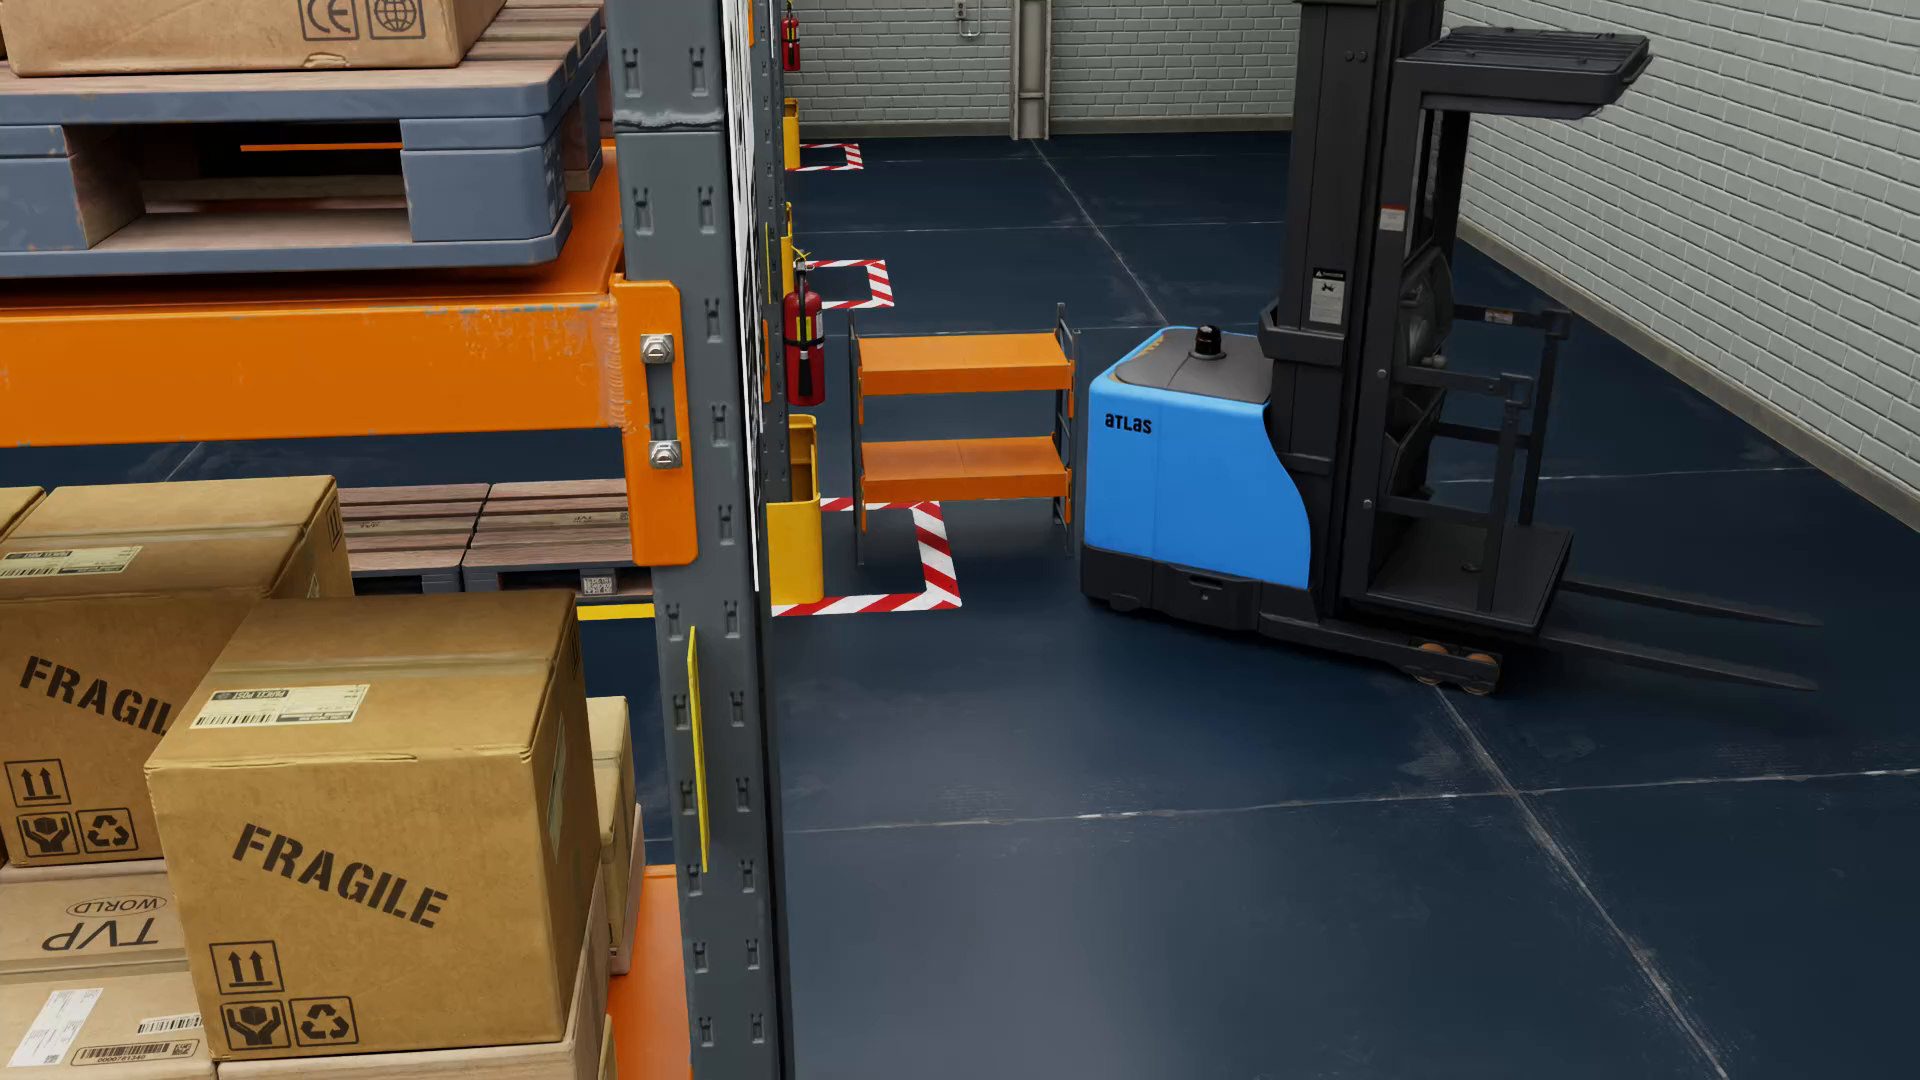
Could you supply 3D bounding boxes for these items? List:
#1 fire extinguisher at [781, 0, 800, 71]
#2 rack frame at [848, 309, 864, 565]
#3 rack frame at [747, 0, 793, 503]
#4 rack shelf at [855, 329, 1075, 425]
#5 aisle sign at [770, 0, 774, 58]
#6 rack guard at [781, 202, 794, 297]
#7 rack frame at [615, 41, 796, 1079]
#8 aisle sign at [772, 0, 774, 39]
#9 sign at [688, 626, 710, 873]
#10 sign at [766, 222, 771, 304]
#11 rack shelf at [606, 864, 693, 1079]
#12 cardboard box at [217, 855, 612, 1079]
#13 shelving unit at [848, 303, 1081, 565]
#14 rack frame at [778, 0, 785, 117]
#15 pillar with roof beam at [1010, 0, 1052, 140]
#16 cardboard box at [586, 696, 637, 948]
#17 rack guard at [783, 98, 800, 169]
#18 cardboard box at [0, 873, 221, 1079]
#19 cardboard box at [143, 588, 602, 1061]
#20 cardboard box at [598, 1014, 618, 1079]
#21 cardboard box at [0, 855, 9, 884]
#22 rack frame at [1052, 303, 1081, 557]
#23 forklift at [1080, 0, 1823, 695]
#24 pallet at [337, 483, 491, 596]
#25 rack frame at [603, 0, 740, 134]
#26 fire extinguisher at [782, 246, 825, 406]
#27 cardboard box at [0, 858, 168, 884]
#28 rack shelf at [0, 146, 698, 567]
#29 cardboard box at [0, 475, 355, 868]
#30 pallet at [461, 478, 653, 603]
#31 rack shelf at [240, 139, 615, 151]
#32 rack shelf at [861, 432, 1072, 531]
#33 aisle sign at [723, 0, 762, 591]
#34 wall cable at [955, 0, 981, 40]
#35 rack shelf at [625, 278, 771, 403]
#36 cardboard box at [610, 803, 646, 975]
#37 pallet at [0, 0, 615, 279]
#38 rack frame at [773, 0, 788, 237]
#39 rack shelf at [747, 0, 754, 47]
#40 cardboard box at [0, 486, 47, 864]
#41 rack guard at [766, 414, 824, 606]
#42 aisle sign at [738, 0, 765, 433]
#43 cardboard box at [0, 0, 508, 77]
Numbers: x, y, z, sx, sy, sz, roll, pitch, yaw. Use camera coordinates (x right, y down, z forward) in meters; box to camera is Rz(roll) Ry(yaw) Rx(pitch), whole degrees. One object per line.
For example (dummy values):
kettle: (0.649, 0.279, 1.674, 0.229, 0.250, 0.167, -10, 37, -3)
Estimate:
fire extinguisher: (-1.651, -4.923, 16.188, 0.183, 0.674, 0.296, -2, 24, -5)
rack frame: (-0.499, -0.494, 7.976, 0.032, 1.125, 0.500, -2, 24, -5)
rack frame: (-0.873, -1.305, 7.493, 0.127, 3.000, 1.000, -2, 24, -5)
rack shelf: (0.007, -0.782, 7.903, 1.000, 0.278, 0.538, -2, 24, -5)
aisle sign: (-0.773, -2.377, 6.705, 0.004, 0.787, 0.394, -2, 24, -5)
rack guard: (-1.432, -2.162, 12.499, 0.348, 0.500, 1.175, -2, 24, -5)
rack frame: (-0.386, 0.697, 2.989, 0.127, 3.000, 1.000, -2, 24, -5)
aisle sign: (-0.831, -2.616, 7.242, 0.004, 0.787, 0.394, -2, 24, -5)
sign: (-0.347, 0.279, 2.211, 0.005, 0.325, 0.100, -2, 24, -5)
sign: (-0.803, -1.158, 6.961, 0.005, 0.325, 0.100, -2, 24, -5)
rack shelf: (-2.376, 1.105, 2.955, 4.000, 0.370, 1.077, -2, 24, -5)
cardboard box: (-0.842, 0.756, 2.674, 0.500, 0.250, 0.500, -3, 24, -6)
shelving unit: (0.007, -0.514, 8.022, 1.048, 1.125, 0.538, -2, 24, -5)
rack frame: (-1.847, -5.309, 16.502, 0.127, 3.000, 1.000, -2, 24, -5)
pillar with roof beam: (1.178, -6.768, 12.398, 0.400, 9.000, 9.100, -2, 24, -5)
cardboard box: (-0.890, 0.540, 3.161, 0.500, 0.250, 0.500, -3, 24, -7)
rack guard: (-1.823, -4.168, 17.012, 0.348, 0.500, 1.175, -2, 24, -5)
cardboard box: (-1.347, 0.776, 2.629, 0.500, 0.250, 0.500, -3, 24, -6)
cardboard box: (-0.845, 0.413, 2.524, 0.500, 0.500, 0.500, -2, 24, -4)
cardboard box: (-0.708, 0.959, 2.709, 0.250, 0.149, 0.380, -2, 24, -4)
cardboard box: (-1.907, 0.582, 3.067, 0.500, 0.250, 0.500, -3, 24, -7)
rack frame: (0.513, -0.535, 8.068, 0.032, 1.125, 0.500, -2, 24, -5)
forklift: (2.098, -0.951, 6.781, 3.031, 2.935, 1.130, 11, 26, 24)
pallet: (-2.909, 0.034, 7.914, 1.213, 0.211, 1.003, -2, 24, -5)
rack frame: (-0.386, -2.044, 1.770, 0.127, 3.000, 1.000, -2, 24, -5)
fire extinguisher: (-0.678, -0.922, 7.185, 0.183, 0.674, 0.296, -2, 24, -5)
cardboard box: (-1.407, 0.563, 3.109, 0.500, 0.250, 0.500, -3, 24, -6)
rack shelf: (-2.376, -0.265, 2.346, 4.000, 0.370, 1.077, -2, 24, -5)
cardboard box: (-1.388, 0.217, 2.964, 0.500, 0.500, 0.500, -3, 24, -6)
pallet: (-1.697, -0.014, 8.021, 1.213, 0.211, 1.003, -2, 24, -5)
rack shelf: (-3.346, -2.899, 11.964, 4.000, 0.370, 1.077, -2, 24, -5)
rack shelf: (0.007, -0.291, 8.121, 1.000, 0.278, 0.538, -2, 24, -5)
aisle sign: (-0.285, -0.373, 2.195, 0.004, 0.787, 0.394, -2, 24, -5)
wall cable: (-0.665, -6.207, 17.271, 1.851, 1.984, 0.084, -2, 24, -5)
rack shelf: (-2.863, -0.896, 7.460, 4.000, 0.370, 1.077, -2, 24, -5)
cardboard box: (-0.772, 0.693, 3.308, 0.250, 0.149, 0.380, -2, 24, -5)
pallet: (-1.123, -0.599, 2.322, 1.213, 0.211, 1.003, -2, 24, -5)
rack frame: (-1.356, -3.307, 11.998, 0.127, 3.000, 1.000, -2, 24, -5)
rack shelf: (-2.863, -2.267, 6.850, 4.000, 0.370, 1.077, -2, 24, -5)
cardboard box: (-1.903, 0.240, 2.912, 0.500, 0.500, 0.500, -3, 24, -7)
rack guard: (-0.850, -0.169, 8.015, 0.348, 0.500, 1.175, -2, 24, -5)
aisle sign: (-0.344, -0.615, 2.740, 0.004, 0.787, 0.394, -2, 24, -5)
cardboard box: (-0.898, -0.915, 2.158, 0.500, 0.500, 0.700, -4, 24, -8)
